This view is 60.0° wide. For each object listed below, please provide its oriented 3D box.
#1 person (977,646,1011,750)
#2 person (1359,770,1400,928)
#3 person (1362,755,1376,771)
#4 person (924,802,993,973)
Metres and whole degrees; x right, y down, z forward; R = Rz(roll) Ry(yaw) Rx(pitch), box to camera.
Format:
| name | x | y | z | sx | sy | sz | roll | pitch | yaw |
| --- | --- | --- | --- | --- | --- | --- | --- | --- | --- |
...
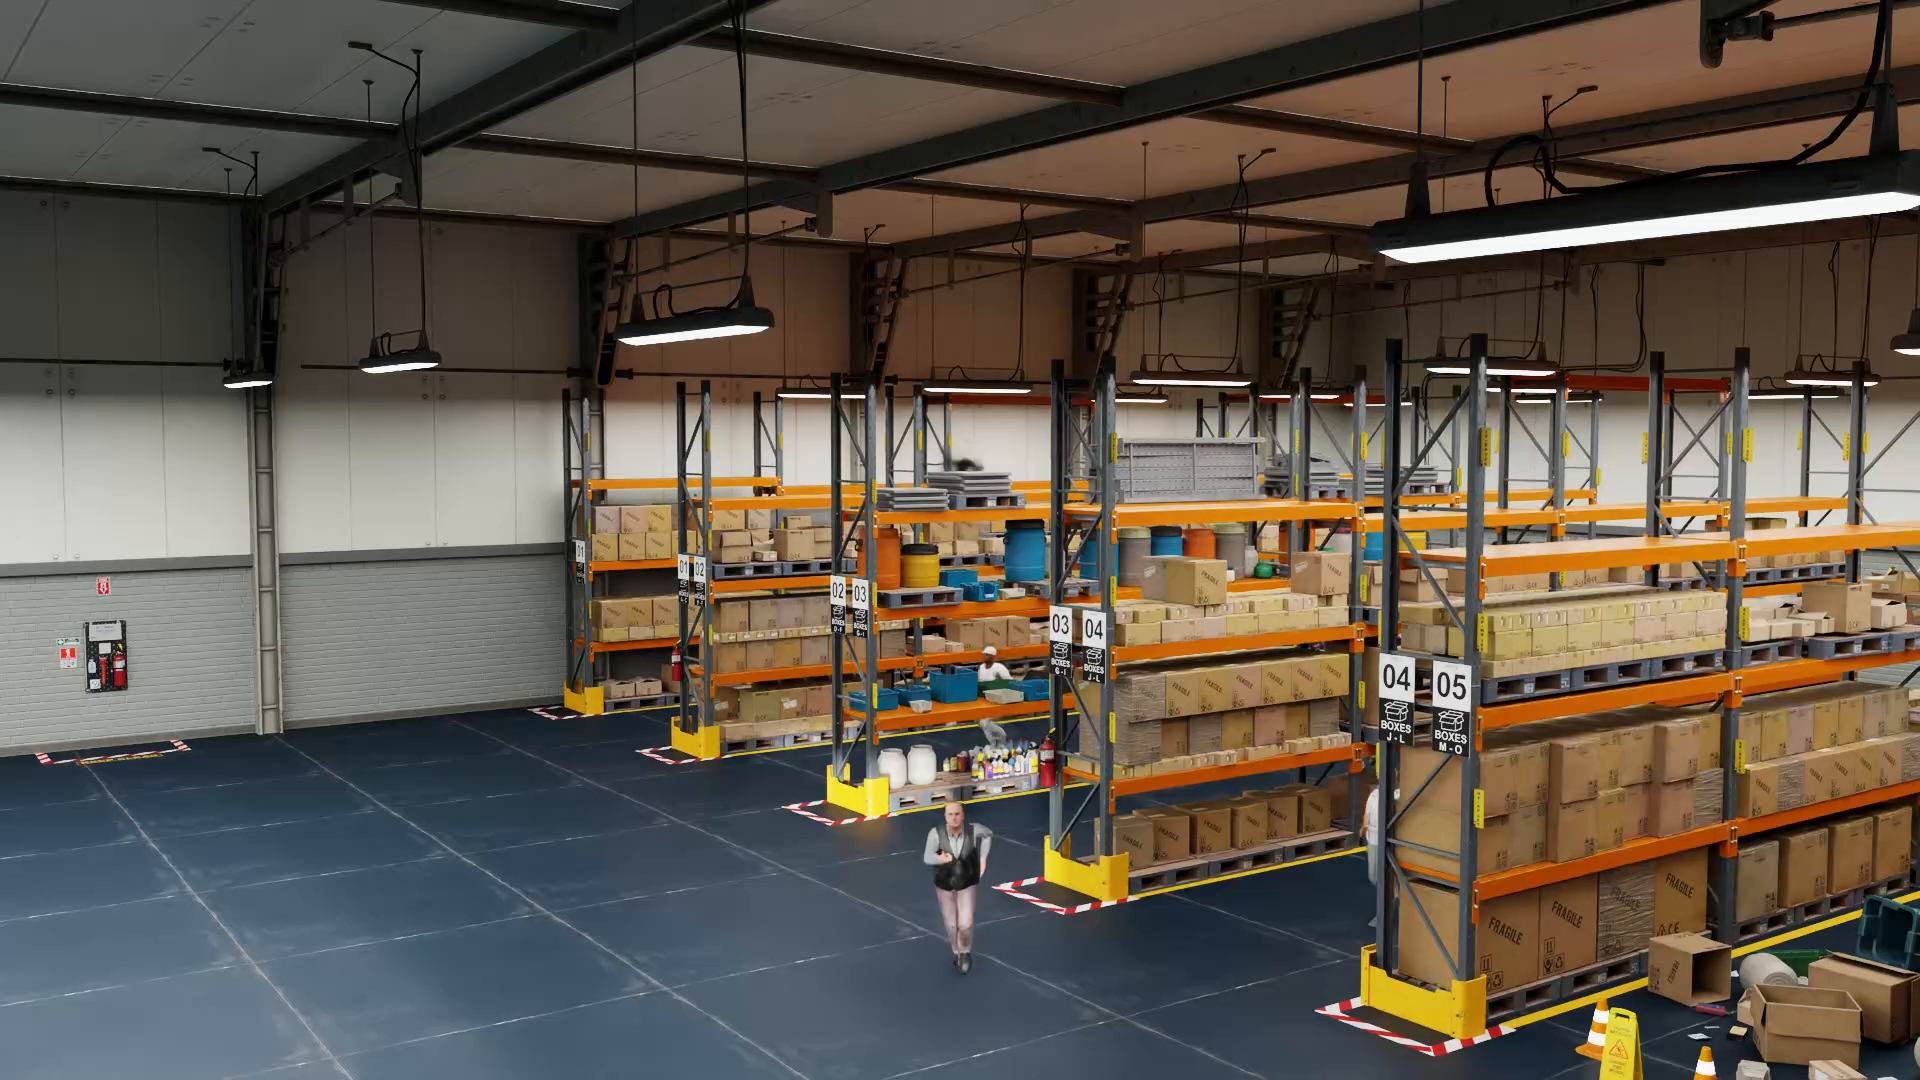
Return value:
| name | x | y | z | sx | sy | sz | roll | pitch | yaw |
| --- | --- | --- | --- | --- | --- | --- | --- | --- | --- |
| person | 0.462 | 2.573 | 26.781 | 0.569 | 1.721 | 0.674 | -3 | 5 | -41 |
| person | 4.551 | 3.222 | 17.640 | 0.607 | 1.651 | 0.779 | 3 | 5 | 41 |
| person | 5.895 | 2.728 | 24.365 | 0.586 | 1.741 | 0.636 | -3 | 5 | -37 |
| person | -0.018 | 3.292 | 15.790 | 0.628 | 1.666 | 0.823 | 0 | 4 | 6 |
